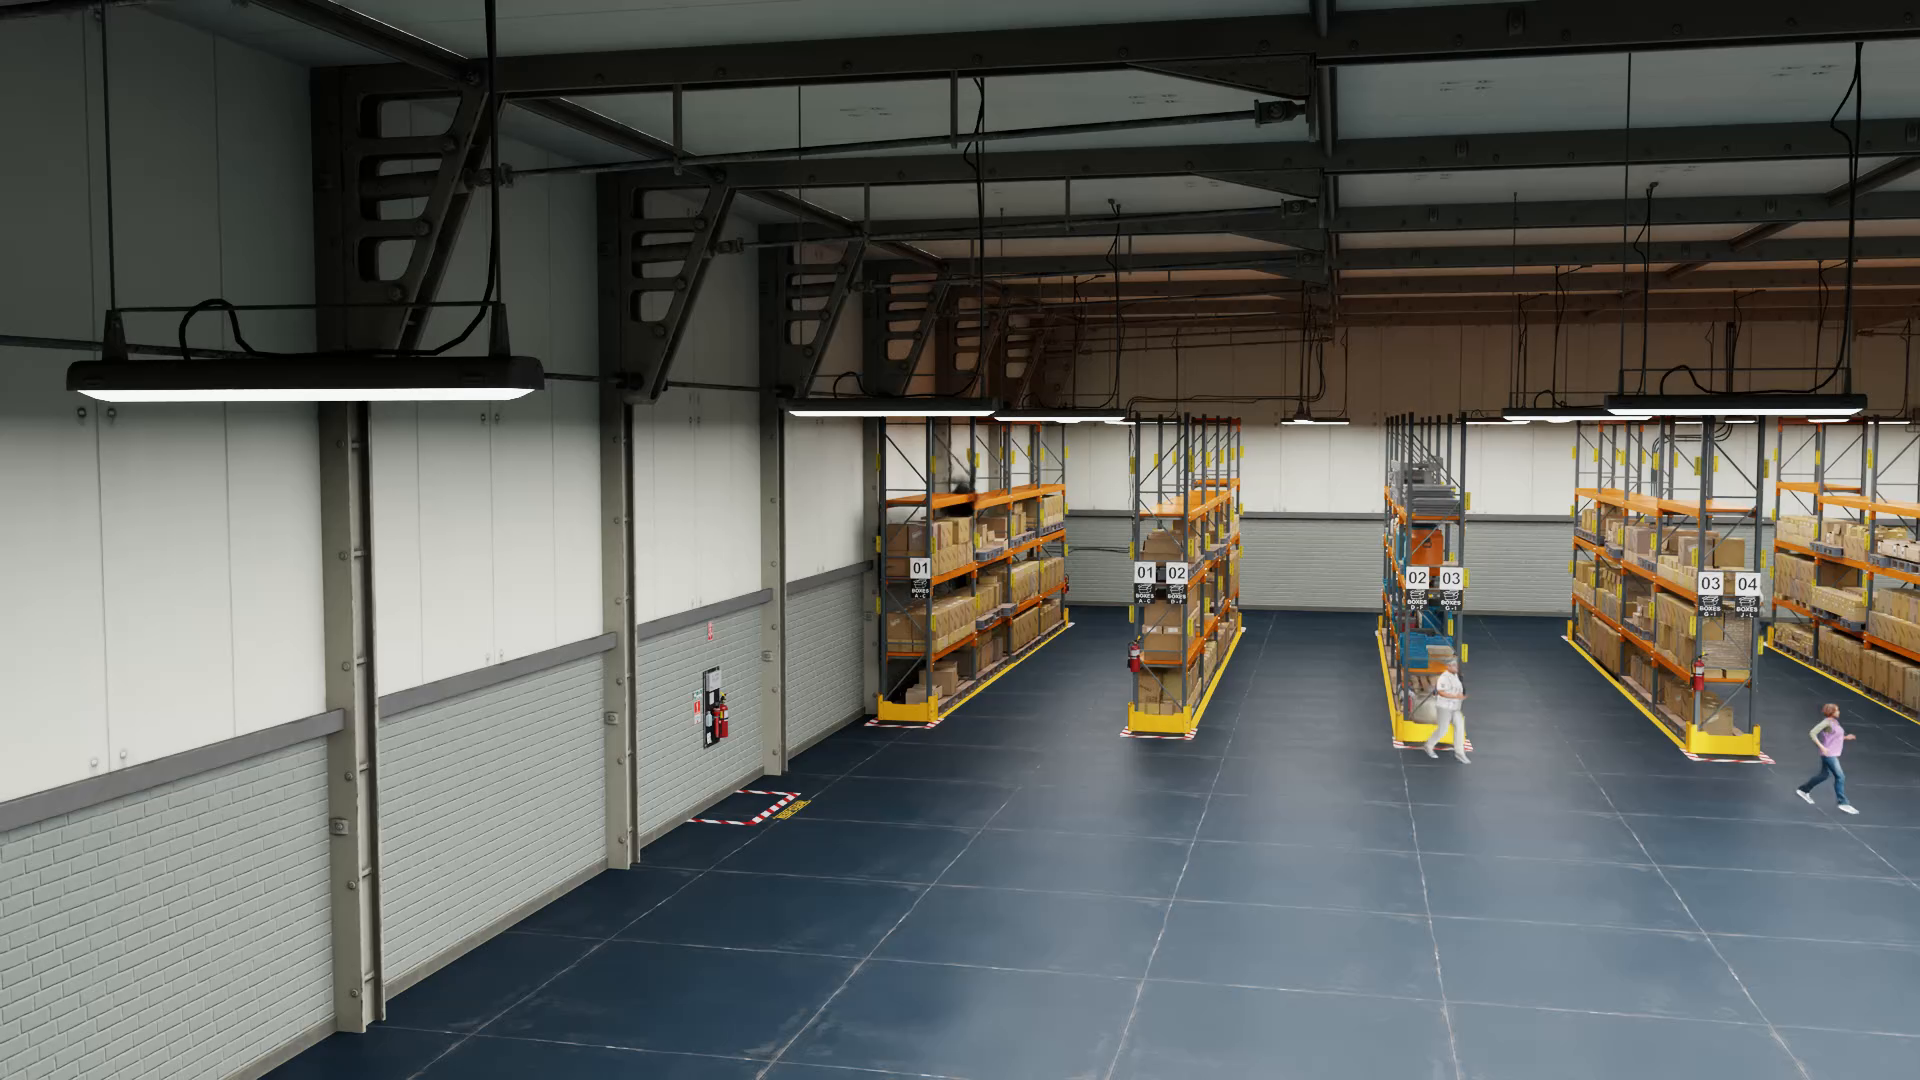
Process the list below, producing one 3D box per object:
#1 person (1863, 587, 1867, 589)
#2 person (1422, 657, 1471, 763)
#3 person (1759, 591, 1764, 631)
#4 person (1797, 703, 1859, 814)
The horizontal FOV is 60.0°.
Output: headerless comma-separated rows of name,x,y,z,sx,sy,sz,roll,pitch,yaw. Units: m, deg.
person,22.944,2.014,42.280,0.643,1.666,0.878,1,4,14
person,8.385,2.908,28.583,0.684,1.838,0.835,-4,5,-43
person,21.513,1.903,44.938,0.567,1.571,0.702,0,4,1
person,12.951,3.230,24.784,0.867,1.586,0.528,3,5,39
